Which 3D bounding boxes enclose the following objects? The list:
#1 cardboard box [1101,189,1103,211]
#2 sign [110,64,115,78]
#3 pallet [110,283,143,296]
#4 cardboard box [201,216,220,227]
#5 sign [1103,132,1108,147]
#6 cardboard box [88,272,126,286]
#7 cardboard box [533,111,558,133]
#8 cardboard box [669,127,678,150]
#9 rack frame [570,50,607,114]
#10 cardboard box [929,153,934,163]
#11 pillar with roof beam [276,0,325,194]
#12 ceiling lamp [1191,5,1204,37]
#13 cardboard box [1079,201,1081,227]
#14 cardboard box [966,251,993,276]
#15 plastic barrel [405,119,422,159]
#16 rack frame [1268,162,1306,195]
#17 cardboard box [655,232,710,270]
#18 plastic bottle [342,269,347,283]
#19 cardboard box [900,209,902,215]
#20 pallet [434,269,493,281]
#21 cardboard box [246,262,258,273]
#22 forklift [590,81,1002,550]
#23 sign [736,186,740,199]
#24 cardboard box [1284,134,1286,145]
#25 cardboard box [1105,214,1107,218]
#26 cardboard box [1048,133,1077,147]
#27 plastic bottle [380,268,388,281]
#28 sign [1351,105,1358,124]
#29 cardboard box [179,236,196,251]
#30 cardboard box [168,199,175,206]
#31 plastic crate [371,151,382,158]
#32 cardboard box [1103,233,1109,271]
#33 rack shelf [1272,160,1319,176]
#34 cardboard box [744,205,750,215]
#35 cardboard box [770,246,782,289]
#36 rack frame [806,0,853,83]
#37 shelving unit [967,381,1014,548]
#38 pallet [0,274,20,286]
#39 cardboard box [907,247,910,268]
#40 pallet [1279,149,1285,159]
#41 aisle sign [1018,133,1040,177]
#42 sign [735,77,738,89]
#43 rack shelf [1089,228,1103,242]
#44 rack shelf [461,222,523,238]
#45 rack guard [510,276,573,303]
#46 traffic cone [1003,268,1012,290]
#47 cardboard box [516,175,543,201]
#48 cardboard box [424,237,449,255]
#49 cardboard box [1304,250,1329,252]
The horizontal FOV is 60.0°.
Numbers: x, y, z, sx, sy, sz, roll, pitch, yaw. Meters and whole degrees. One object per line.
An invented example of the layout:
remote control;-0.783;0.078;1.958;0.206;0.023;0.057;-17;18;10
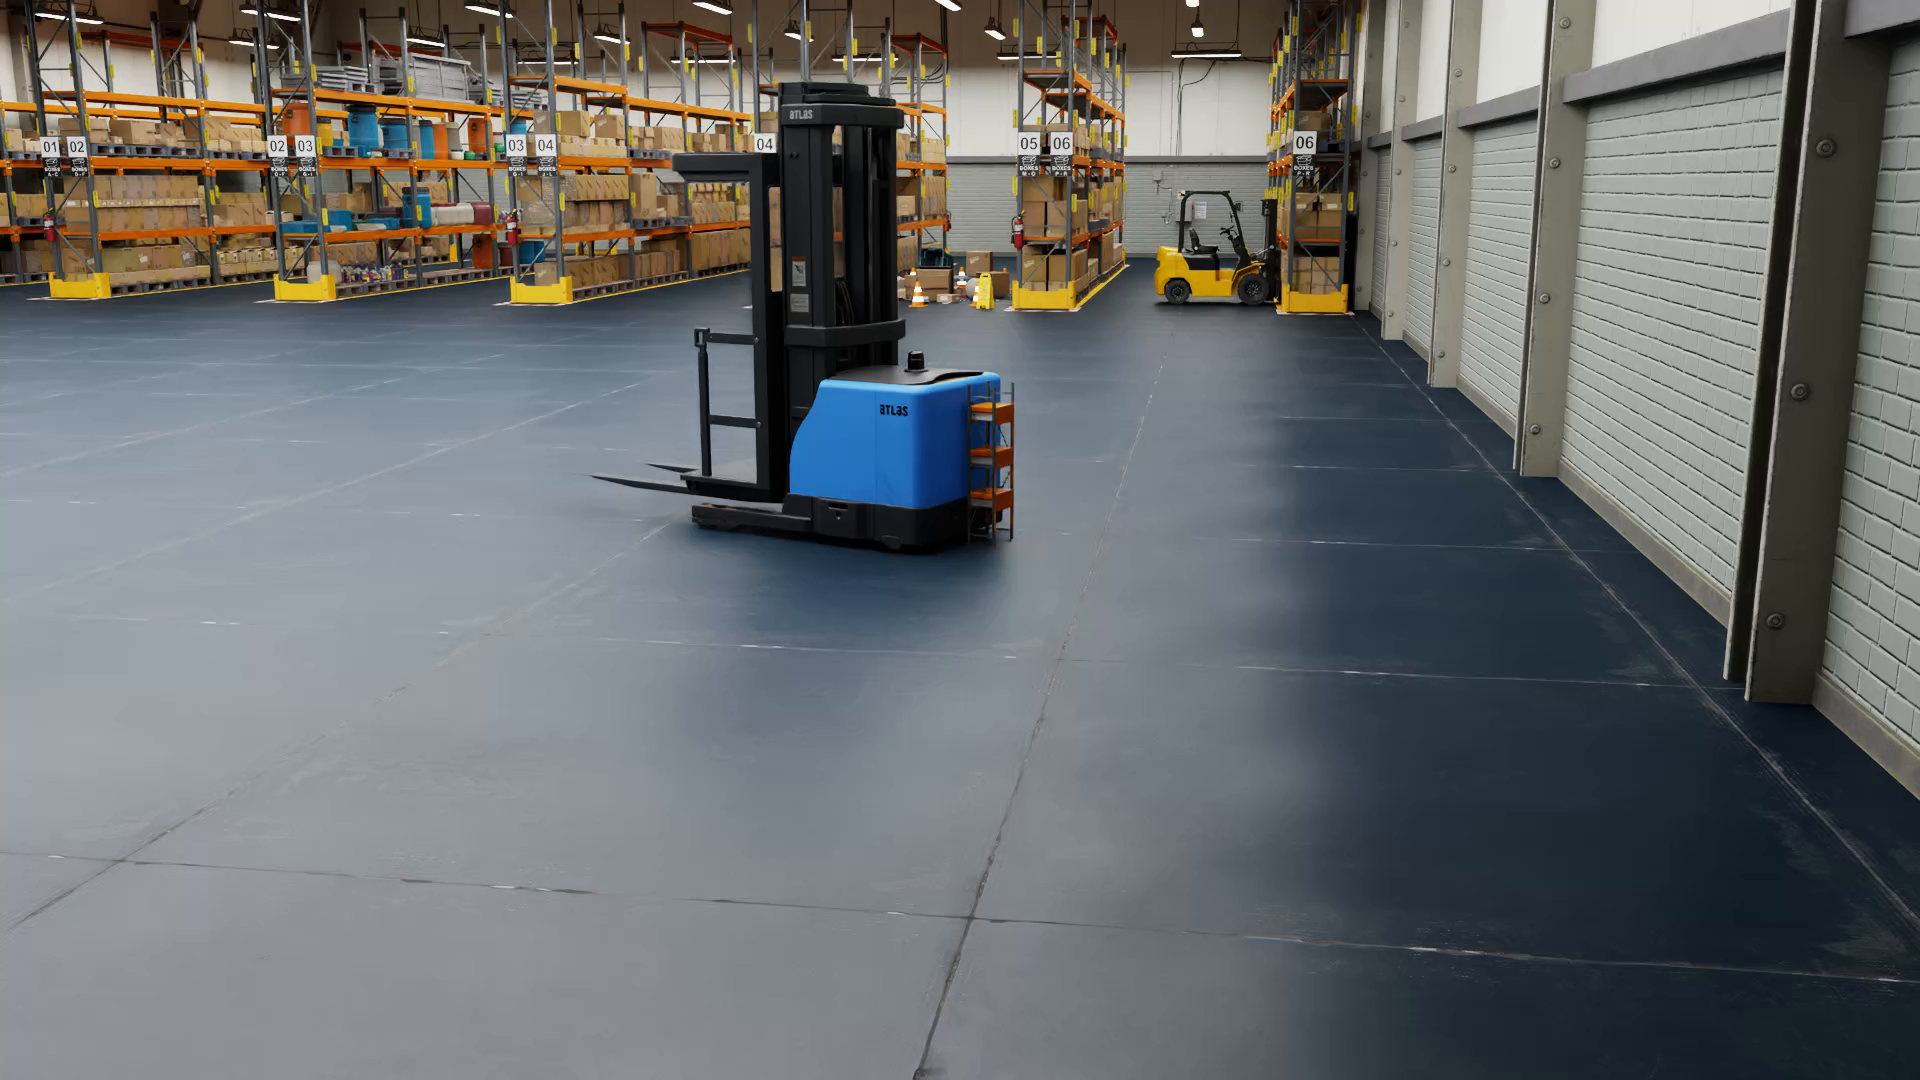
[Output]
cardboard box;2.998;-7.769;37.981;0.500;0.500;0.500;2;12;7
sign;-21.145;-11.688;41.461;0.100;0.325;0.005;2;12;9
pallet;-17.941;-5.248;34.842;1.003;0.211;1.213;2;12;9
cardboard box;-17.369;-7.313;38.165;0.500;0.250;0.500;3;12;12
sign;3.329;-9.174;38.093;0.100;0.325;0.005;2;12;9
cardboard box;-17.715;-5.416;34.533;0.500;0.250;0.500;2;12;9
cardboard box;-8.241;-8.364;33.435;0.500;0.500;0.500;2;12;9
cardboard box;-6.893;-9.339;38.663;0.500;0.500;0.500;2;12;9
rack frame;-10.663;-12.552;47.877;1.000;3.000;0.127;2;12;9
cardboard box;-0.999;-10.138;44.150;0.500;0.250;0.500;2;12;11
pillar with roof beam;-16.637;-13.324;51.458;9.100;9.000;0.548;2;12;9
ceiling lamp;6.013;-13.828;39.942;0.800;3.185;2.000;2;12;9
cardboard box;2.063;-6.305;32.187;0.500;0.500;0.500;2;12;8
cardboard box;0.414;-5.840;35.106;0.500;0.500;0.500;2;12;9
plastic barrel;-12.544;-9.082;37.705;0.600;0.901;0.600;0;12;0
rack frame;8.929;-8.978;45.532;1.000;3.000;0.127;2;12;9
cardboard box;-6.872;-7.103;40.880;1.225;0.875;0.875;1;12;6
plastic bottle;-13.103;-5.621;35.358;0.061;0.283;0.133;2;12;9
cardboard box;-1.643;-8.057;40.859;0.380;0.149;0.250;2;12;9
pallet;-12.051;-6.431;40.333;1.003;0.211;1.213;2;12;9
cardboard box;-16.938;-6.434;39.259;0.500;0.250;0.500;1;12;7
forklift;-1.237;-1.577;11.355;3.031;2.935;1.130;7;14;31
sign;-5.846;-9.138;43.715;0.100;0.325;0.005;2;12;9
cardboard box;6.954;-8.315;34.315;0.500;0.311;0.500;1;12;7
cardboard box;3.265;-7.710;40.003;0.500;0.250;0.500;2;12;11
cardboard box;1.903;-7.442;30.934;0.500;0.250;0.500;2;12;8
plastic bottle;-12.431;-5.721;35.840;0.152;0.276;0.135;2;12;10
sign;7.015;-7.560;29.572;0.100;0.325;0.005;2;12;9
cardboard box;-21.172;-7.938;44.811;0.750;0.750;0.750;2;12;10
cardboard box;-17.390;-7.373;36.310;0.380;0.149;0.250;2;12;8
plastic crate;-12.356;-8.112;35.019;0.243;0.136;0.396;2;12;9
cardboard box;3.123;-6.966;40.243;0.875;0.875;0.875;2;12;9
rack shelf;8.006;-8.844;39.496;1.077;0.370;4.000;2;12;9
cardboard box;-5.971;-8.891;44.780;0.500;0.250;0.500;2;12;8
cardboard box;-3.305;-5.257;32.311;0.875;0.875;0.875;2;12;9
rack frame;-2.729;-9.712;34.698;1.000;3.000;0.127;2;12;9
shelving unit;0.199;-0.492;10.786;0.215;1.050;0.252;7;14;30
pallet;-22.366;-5.938;38.048;1.003;0.211;1.213;2;12;9
cardboard box;-1.526;-7.052;41.534;0.500;0.500;0.500;2;12;7
pallet;7.682;-8.542;36.840;1.213;0.211;1.003;2;12;11
aisle sign;1.267;-7.075;30.530;0.394;0.787;0.004;2;12;9
sign;-6.316;-12.945;47.107;0.100;0.325;0.005;2;12;9
rack shelf;2.486;-6.705;36.691;1.077;0.370;4.000;2;12;9
rack shelf;-11.585;-8.019;42.790;1.077;0.370;4.000;2;12;9
rack guard;-8.218;-4.922;32.647;1.175;0.500;0.348;2;12;9
traffic cone;0.985;-5.703;36.359;0.336;0.463;0.334;2;12;9
cardboard box;-8.389;-6.934;32.731;0.500;0.500;0.500;2;12;9
cardboard box;-15.397;-8.653;48.913;0.500;0.500;0.500;2;12;9
cardboard box;7.199;-5.721;33.577;0.500;0.250;0.500;2;12;10
